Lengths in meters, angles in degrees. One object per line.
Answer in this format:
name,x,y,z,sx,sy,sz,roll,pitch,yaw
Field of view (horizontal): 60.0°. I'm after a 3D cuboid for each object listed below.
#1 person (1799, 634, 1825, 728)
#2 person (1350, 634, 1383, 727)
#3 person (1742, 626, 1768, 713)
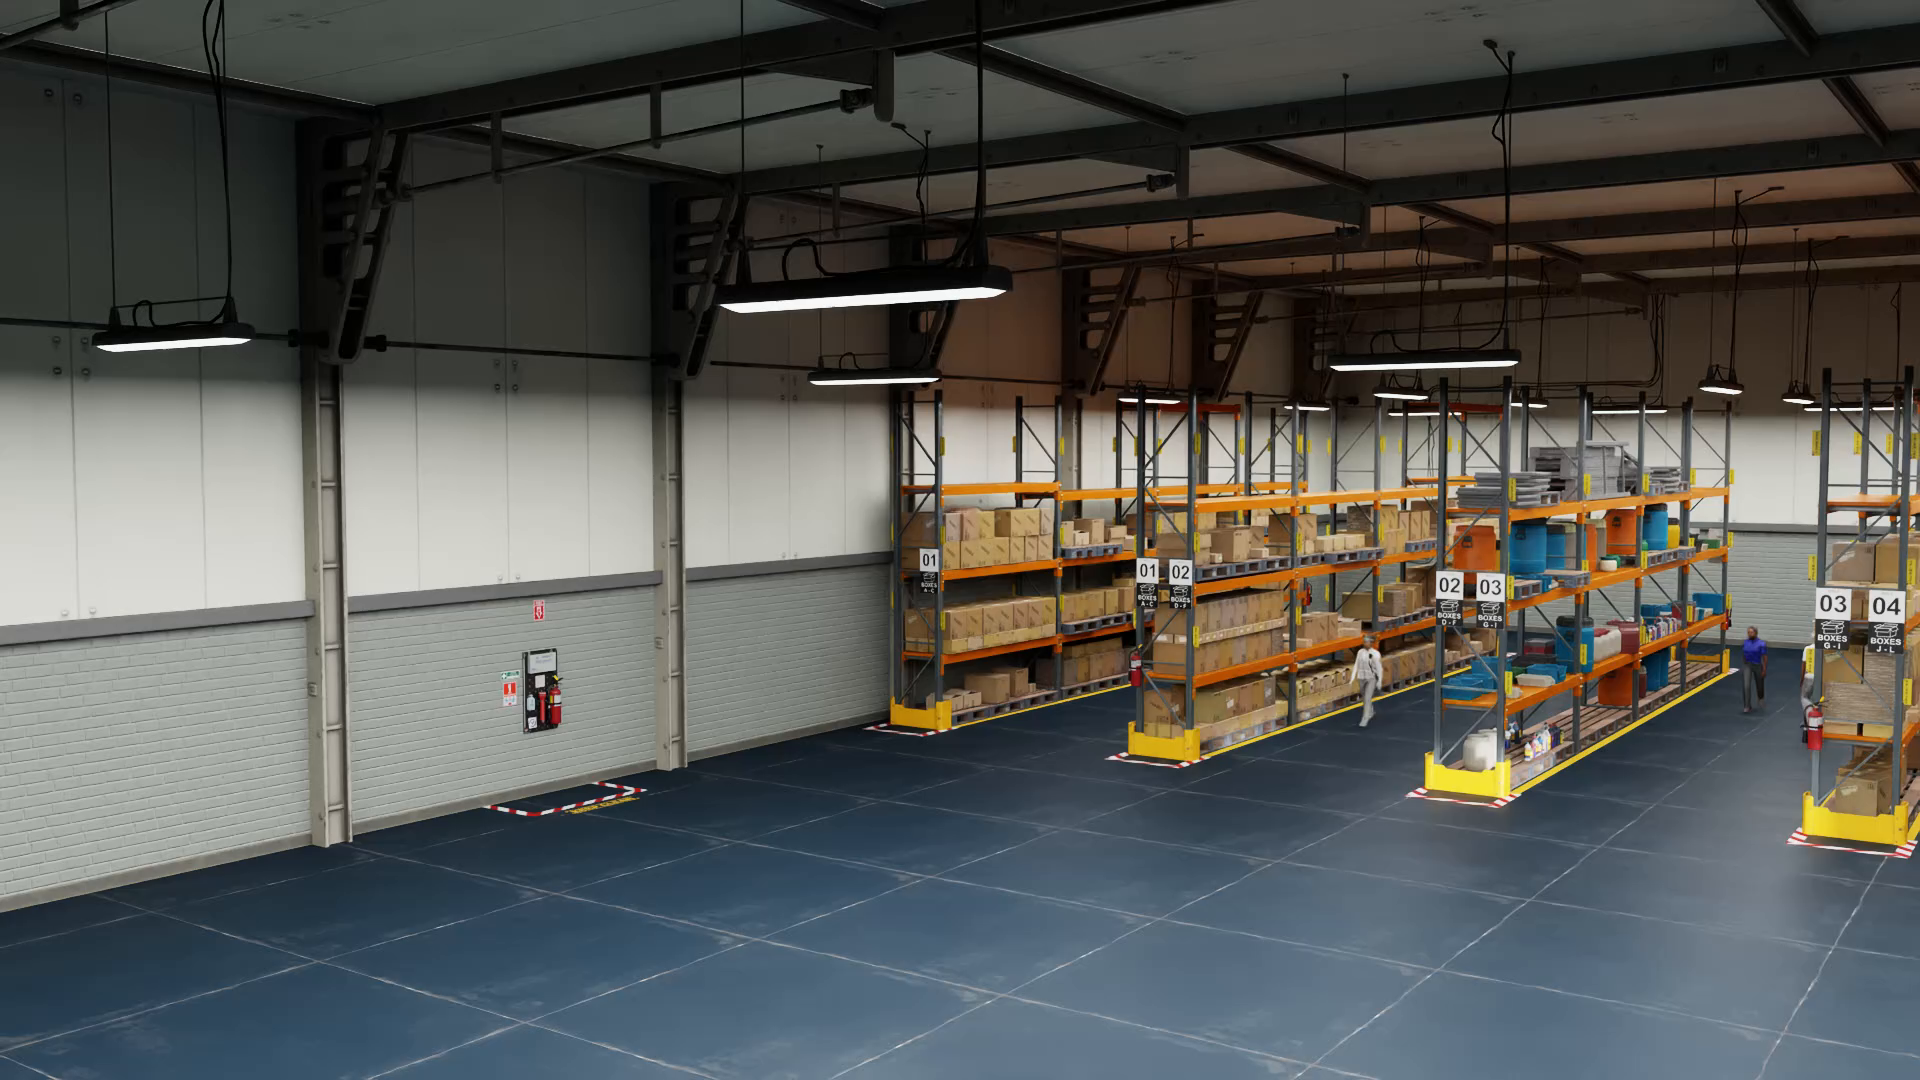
person,15.204,2.471,29.477,0.609,1.787,0.403,1,3,12
person,7.327,2.485,29.865,0.537,1.616,1.049,2,4,34
person,14.993,2.416,31.352,0.444,1.612,0.863,2,4,32
